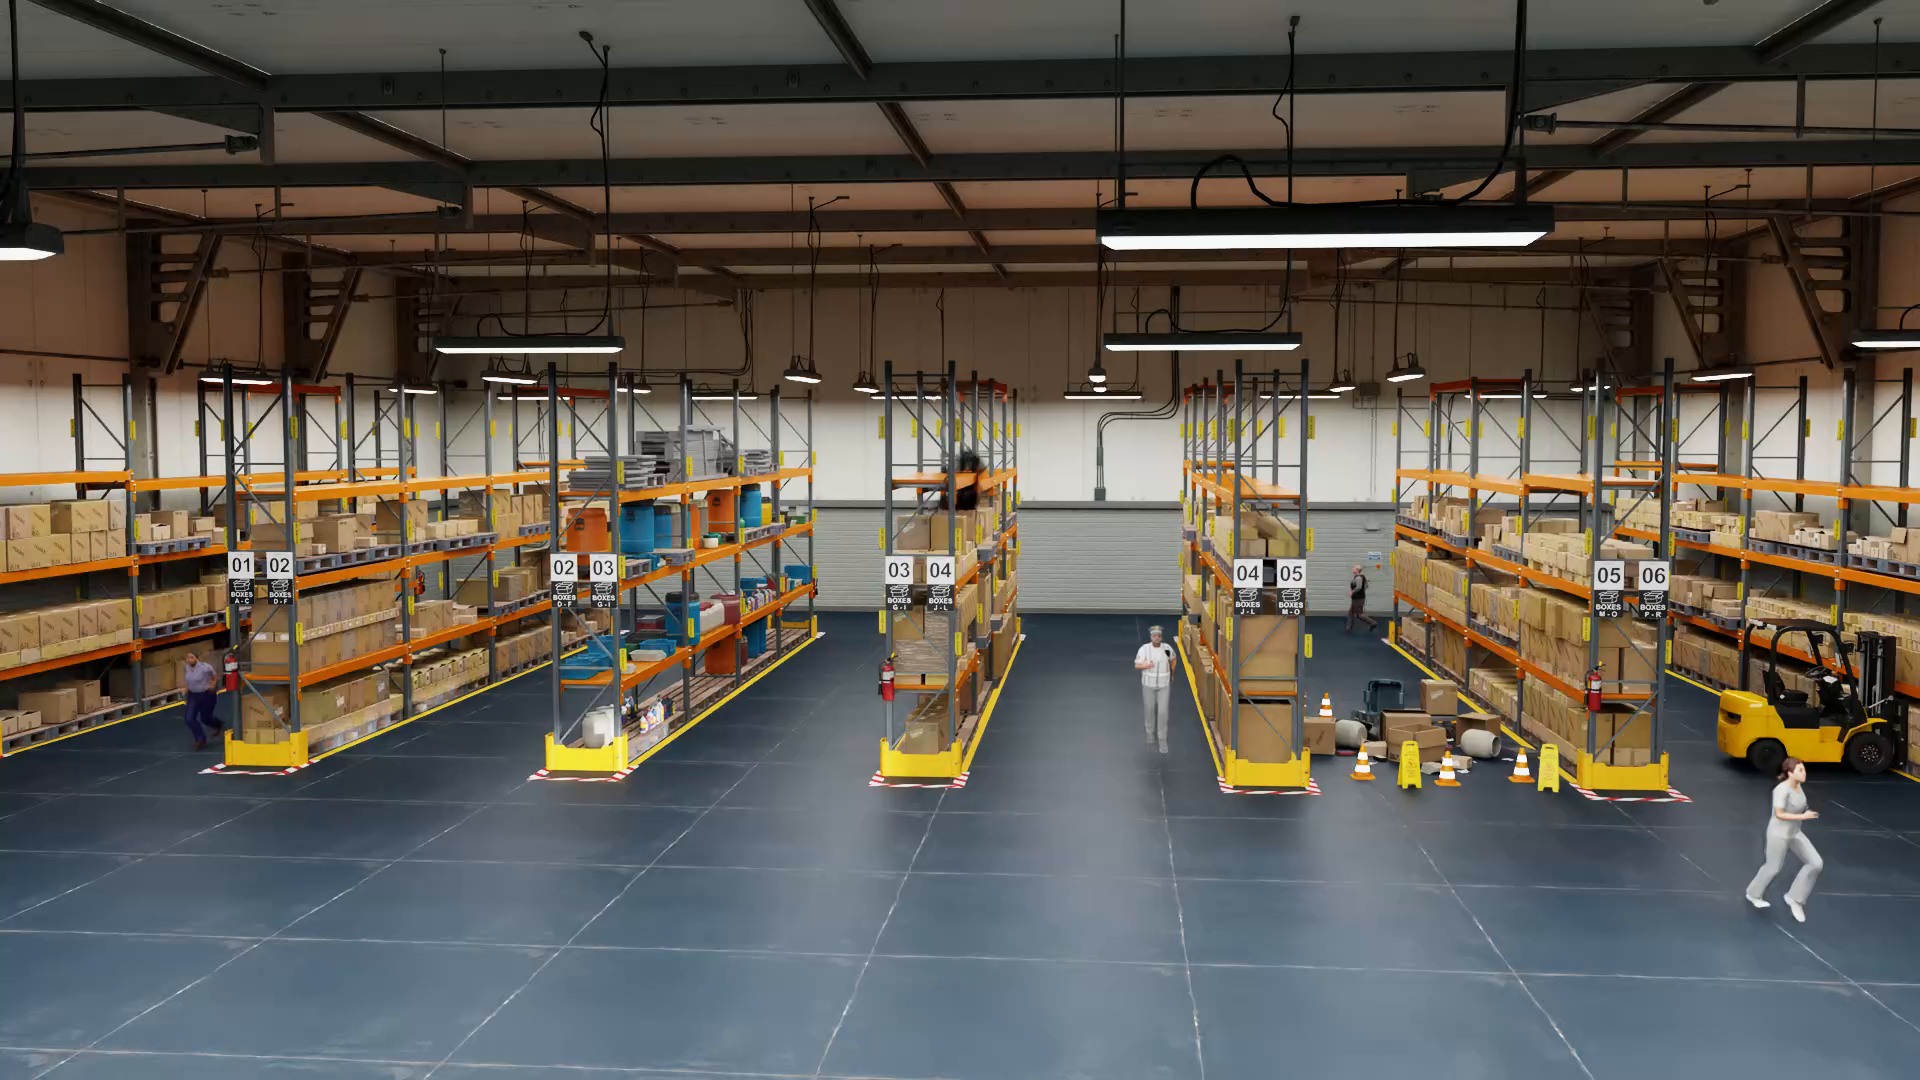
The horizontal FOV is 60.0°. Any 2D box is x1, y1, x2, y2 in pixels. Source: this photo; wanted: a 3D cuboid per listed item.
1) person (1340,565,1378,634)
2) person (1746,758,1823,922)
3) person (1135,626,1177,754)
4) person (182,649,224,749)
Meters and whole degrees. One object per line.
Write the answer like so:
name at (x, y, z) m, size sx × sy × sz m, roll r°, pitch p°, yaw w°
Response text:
person at (9.721, 1.462, 40.499) m, size 0.924 × 1.706 × 0.659 m, roll 1°, pitch 4°, yaw 16°
person at (8.464, 3.047, 17.068) m, size 0.588 × 1.673 × 0.794 m, roll -2°, pitch 4°, yaw -32°
person at (2.929, 2.199, 24.819) m, size 0.645 × 1.863 × 0.739 m, roll 0°, pitch 4°, yaw 2°
person at (-12.000, 2.494, 26.421) m, size 0.580 × 1.593 × 0.793 m, roll 1°, pitch 4°, yaw 8°
